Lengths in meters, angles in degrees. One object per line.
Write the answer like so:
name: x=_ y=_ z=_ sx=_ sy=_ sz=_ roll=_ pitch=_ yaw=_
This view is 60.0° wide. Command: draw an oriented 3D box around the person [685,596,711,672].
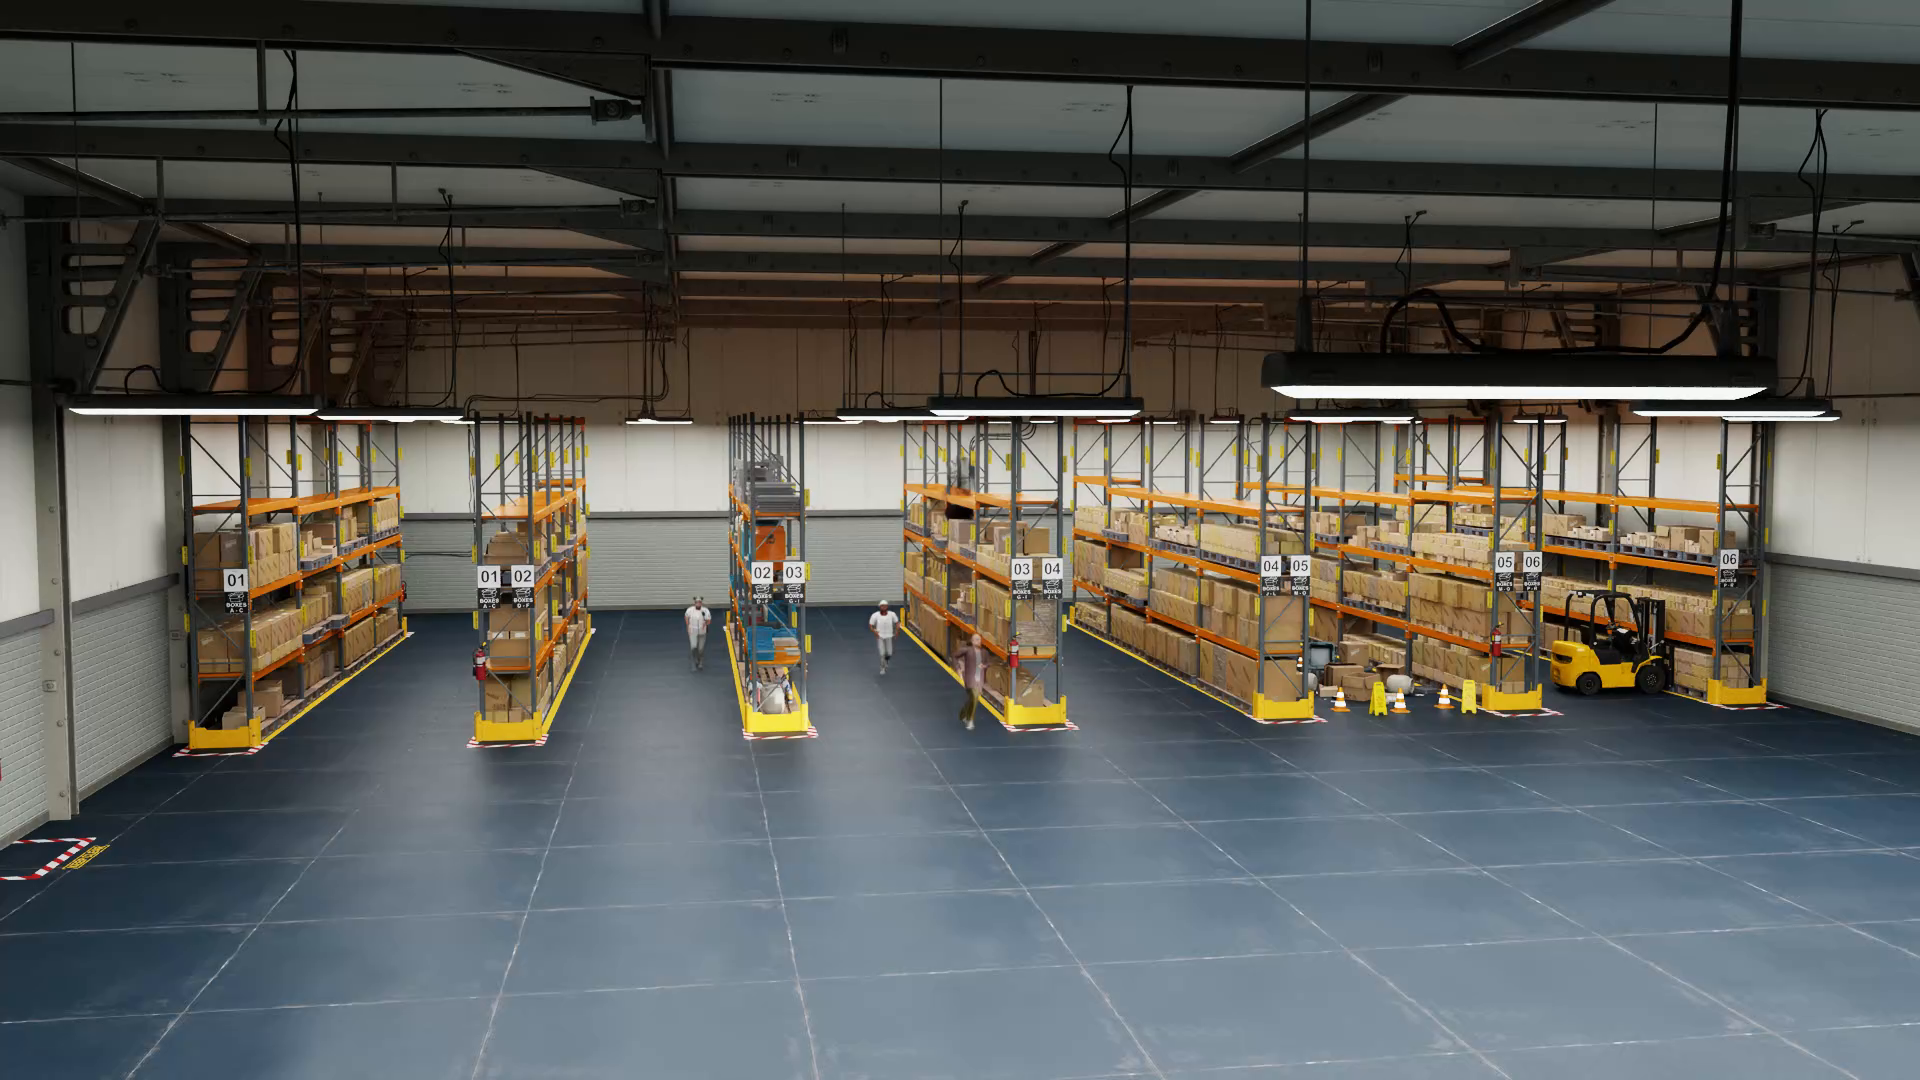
person: x=-6.152 y=2.208 z=39.113 sx=0.573 sy=1.826 sz=0.882 roll=-1 pitch=4 yaw=-15

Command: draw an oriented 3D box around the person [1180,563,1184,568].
person: x=6.948 y=1.472 z=50.442 sx=0.806 sy=1.693 sz=0.595 roll=0 pitch=4 yaw=-2

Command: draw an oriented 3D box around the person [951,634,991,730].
person: x=0.240 y=2.708 z=31.792 sx=0.684 sy=1.823 sz=0.740 roll=-3 pitch=5 yaw=-36

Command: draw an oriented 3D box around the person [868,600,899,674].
person: x=-1.754 y=2.244 z=38.556 sx=0.736 sy=1.722 sz=0.605 roll=-1 pitch=4 yaw=-13
